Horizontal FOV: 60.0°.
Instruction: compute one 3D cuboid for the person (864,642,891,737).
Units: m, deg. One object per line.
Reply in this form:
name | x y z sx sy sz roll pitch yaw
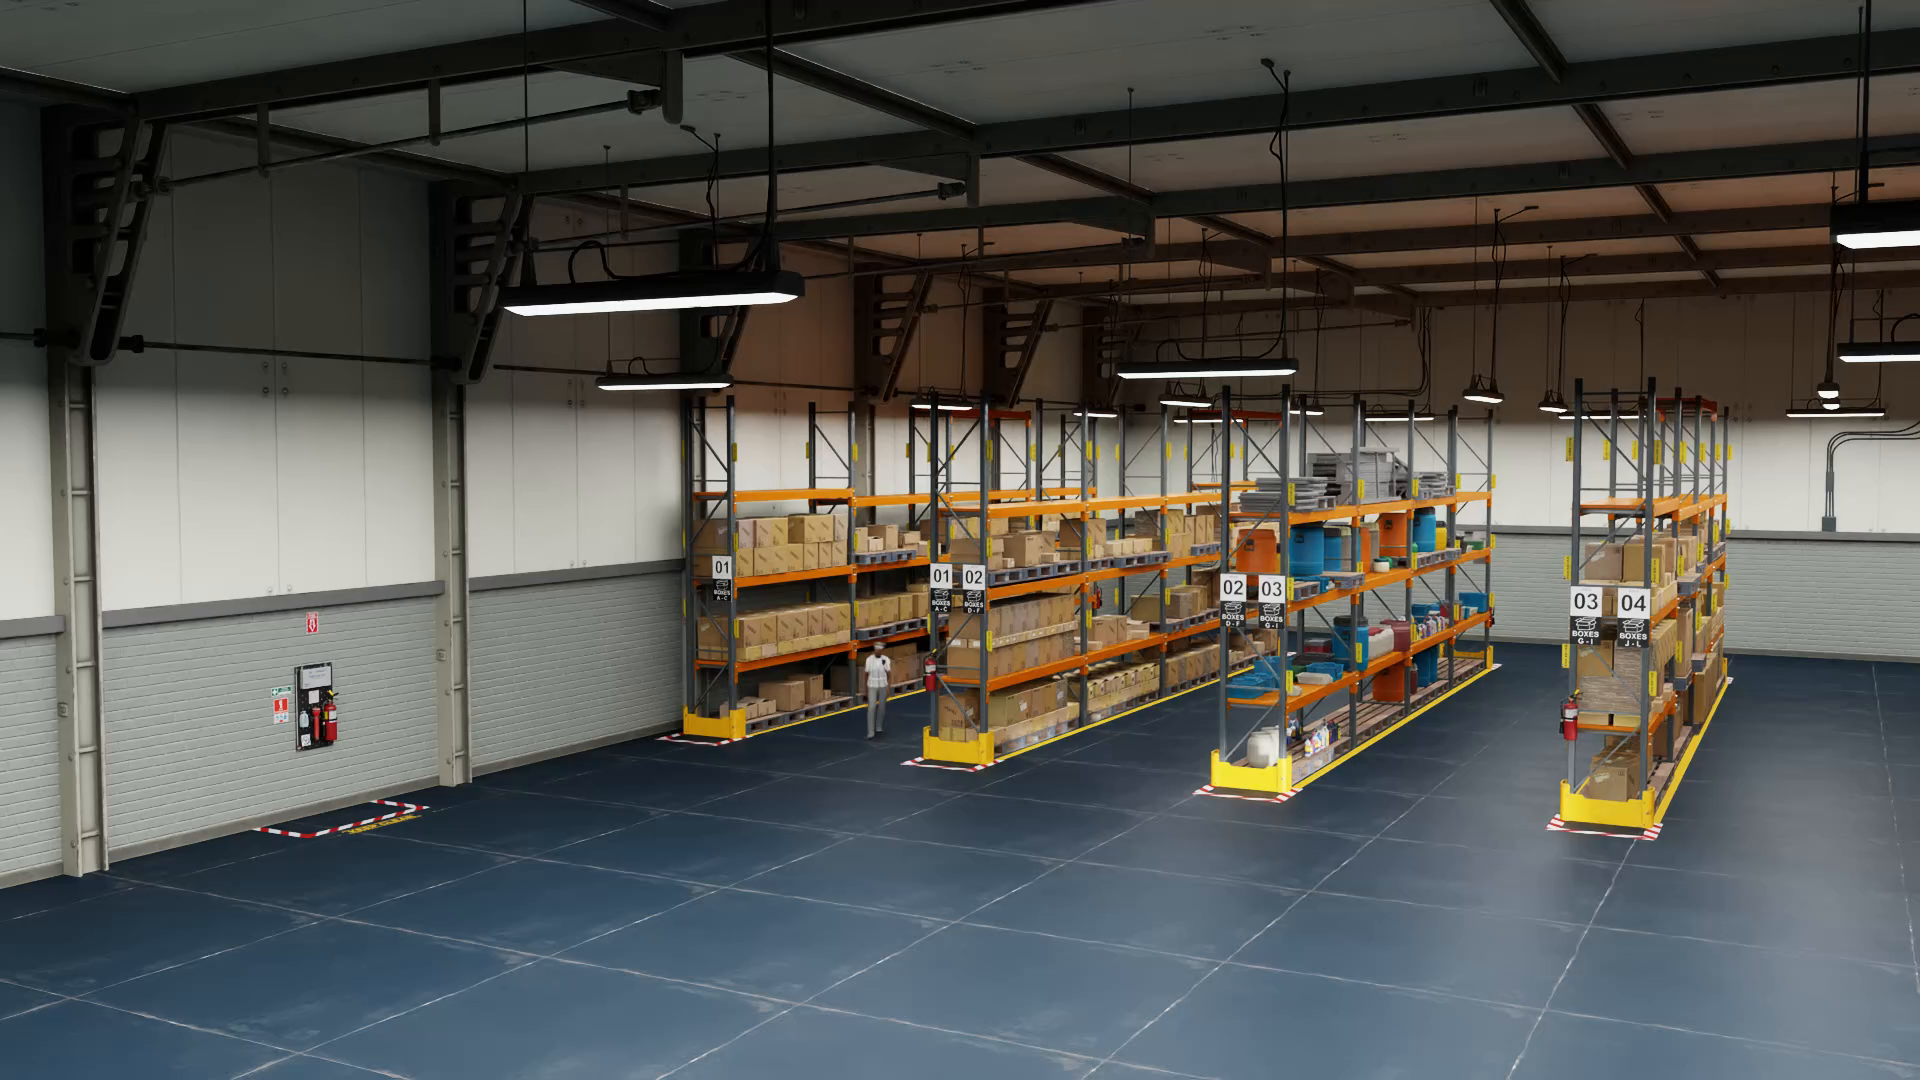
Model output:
person | -1.462 2.616 29.419 0.497 1.642 0.847 -1 3 -13
